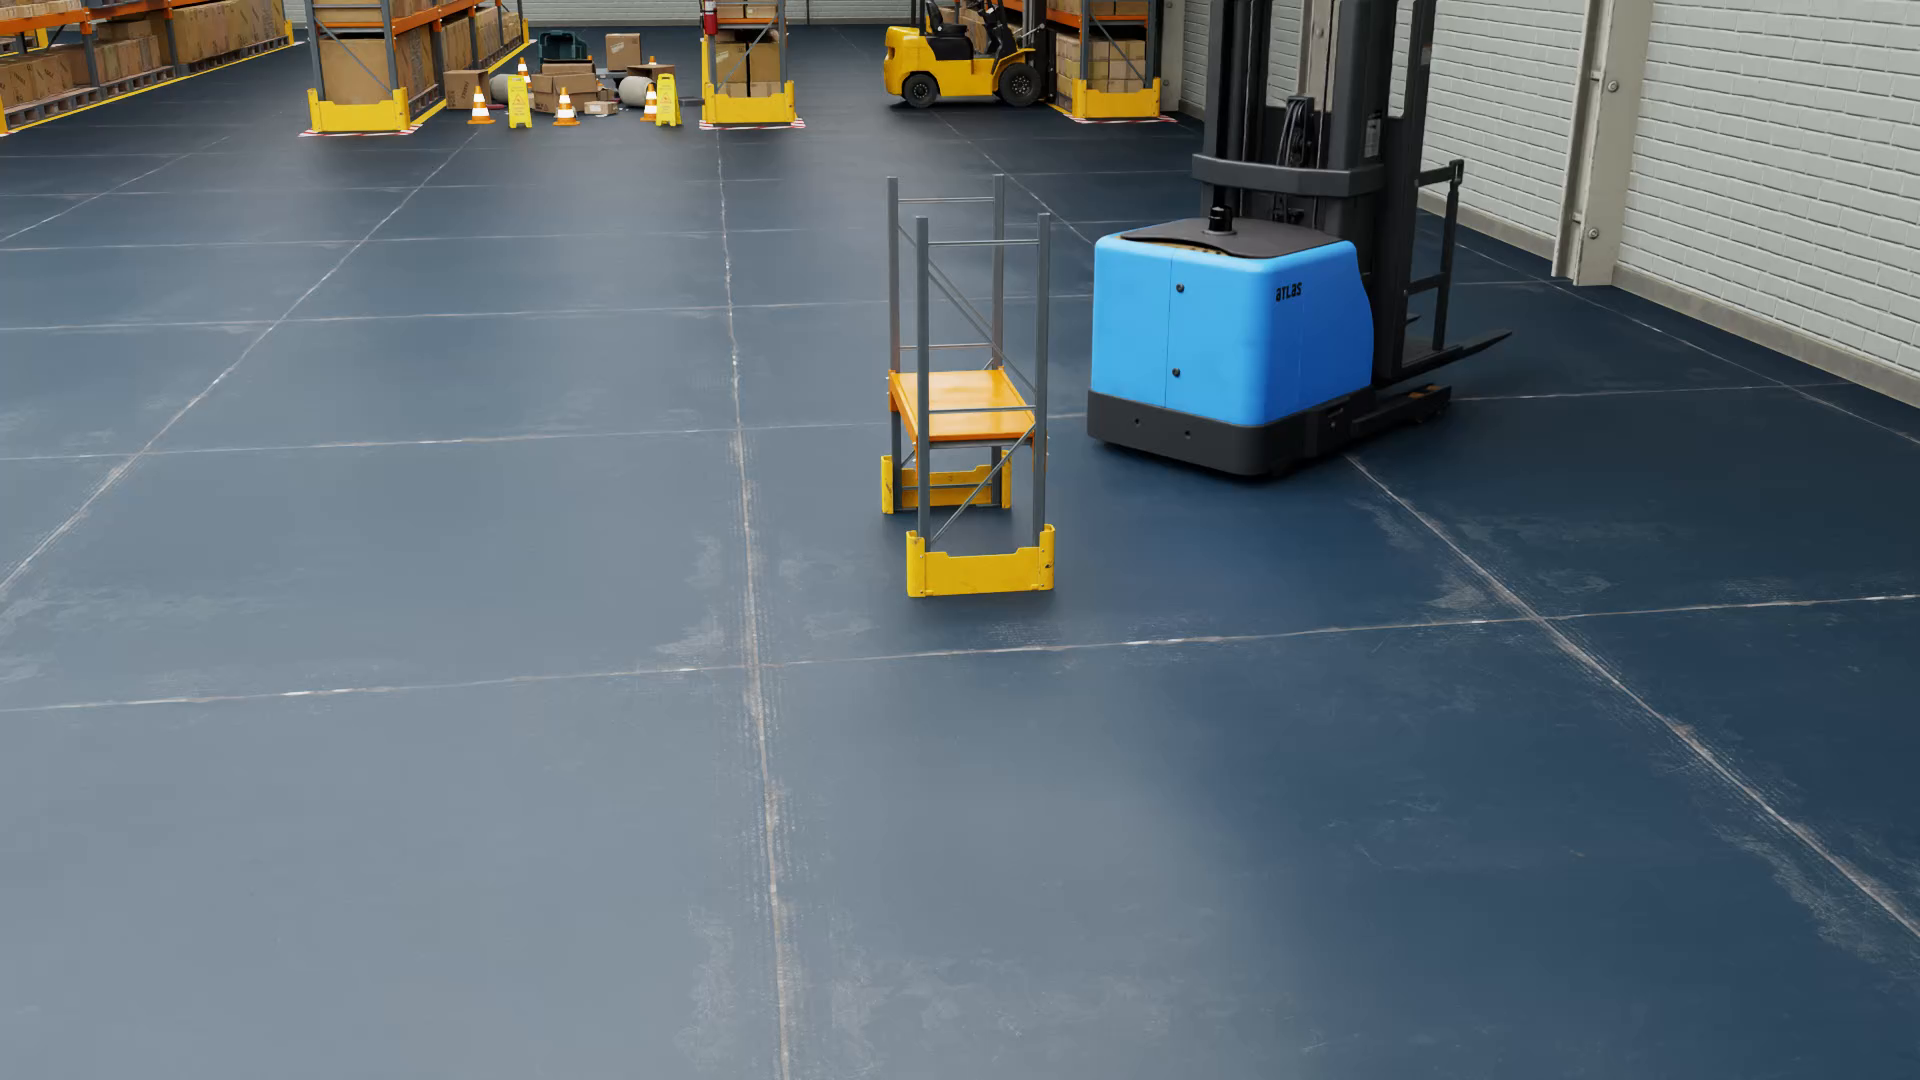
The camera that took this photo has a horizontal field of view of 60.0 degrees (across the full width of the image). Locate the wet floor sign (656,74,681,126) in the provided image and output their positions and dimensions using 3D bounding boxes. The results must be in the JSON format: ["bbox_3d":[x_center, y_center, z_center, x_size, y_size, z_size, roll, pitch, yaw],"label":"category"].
[{"bbox_3d":[-3.814,-5.742,21.669,0.267,0.644,0.232,4,21,11],"label":"wet floor sign"}]

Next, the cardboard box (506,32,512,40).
[{"bbox_3d":[-9.357,-10.286,33.943,0.380,0.149,0.250,-3,21,-9],"label":"cardboard box"}]

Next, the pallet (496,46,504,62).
[{"bbox_3d":[-9.282,-9.259,31.706,1.003,0.211,1.213,-3,21,-8],"label":"pallet"}]

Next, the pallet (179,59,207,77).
[{"bbox_3d":[-13.781,-8.206,28.884,1.003,0.211,1.213,-3,21,-8],"label":"pallet"}]

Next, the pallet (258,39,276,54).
[{"bbox_3d":[-14.530,-10.004,33.700,1.003,0.211,1.213,-3,21,-8],"label":"pallet"}]

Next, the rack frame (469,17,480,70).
[{"bbox_3d":[-8.819,-9.450,28.231,1.000,3.000,0.127,-3,21,-8],"label":"rack frame"}]

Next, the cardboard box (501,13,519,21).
[{"bbox_3d":[-9.503,-11.016,35.048,0.380,0.149,0.250,-3,21,-9],"label":"cardboard box"}]

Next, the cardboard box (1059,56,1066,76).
[{"bbox_3d":[1.688,-6.686,23.447,0.500,0.250,0.500,-3,21,-8],"label":"cardboard box"}]

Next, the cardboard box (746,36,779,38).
[{"bbox_3d":[-2.773,-6.881,23.611,0.500,0.500,0.500,-3,21,-7],"label":"cardboard box"}]

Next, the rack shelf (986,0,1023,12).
[{"bbox_3d":[1.264,-8.957,27.939,1.077,0.370,4.000,-3,21,-8],"label":"rack shelf"}]

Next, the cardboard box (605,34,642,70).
[{"bbox_3d":[-5.116,-7.434,25.322,0.500,0.500,0.500,-3,21,-8],"label":"cardboard box"}]

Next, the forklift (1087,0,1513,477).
[{"bbox_3d":[2.018,-2.104,8.661,1.130,2.935,3.031,18,27,40],"label":"forklift"}]

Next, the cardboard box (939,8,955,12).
[{"bbox_3d":[-0.098,-11.268,36.070,0.700,0.500,0.500,-2,21,-6],"label":"cardboard box"}]

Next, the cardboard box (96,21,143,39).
[{"bbox_3d":[-13.529,-8.208,26.777,0.500,0.250,0.500,-1,20,-2],"label":"cardboard box"}]

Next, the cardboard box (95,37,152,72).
[{"bbox_3d":[-13.533,-7.848,26.885,0.700,0.500,0.500,-5,21,-12],"label":"cardboard box"}]

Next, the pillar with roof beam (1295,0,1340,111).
[{"bbox_3d":[-0.474,-8.019,15.825,9.100,9.000,0.400,-3,21,-8],"label":"pillar with roof beam"}]

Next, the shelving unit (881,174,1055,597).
[{"bbox_3d":[0.011,-0.676,6.883,0.587,1.500,1.083,-3,21,-8],"label":"shelving unit"}]

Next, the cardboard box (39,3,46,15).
[{"bbox_3d":[-12.712,-7.238,22.666,0.380,0.149,0.250,-3,21,-8],"label":"cardboard box"}]

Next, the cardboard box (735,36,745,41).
[{"bbox_3d":[-3.300,-6.845,23.513,0.500,0.500,0.500,-3,21,-9],"label":"cardboard box"}]

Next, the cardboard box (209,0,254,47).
[{"bbox_3d":[-14.334,-10.054,32.284,0.875,0.875,0.875,-3,21,-8],"label":"cardboard box"}]

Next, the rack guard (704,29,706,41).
[{"bbox_3d":[-5.092,-11.342,36.869,1.175,0.500,0.348,-3,21,-8],"label":"rack guard"}]

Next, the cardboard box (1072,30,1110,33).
[{"bbox_3d":[1.962,-7.468,24.823,0.500,0.250,0.500,-3,21,-7],"label":"cardboard box"}]

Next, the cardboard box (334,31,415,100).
[{"bbox_3d":[-7.958,-6.418,22.549,0.875,0.875,0.875,-3,21,-9],"label":"cardboard box"}]

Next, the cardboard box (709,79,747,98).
[{"bbox_3d":[-3.168,-6.148,22.720,0.500,0.250,0.500,-3,21,-8],"label":"cardboard box"}]

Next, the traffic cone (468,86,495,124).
[{"bbox_3d":[-6.337,-5.747,21.943,0.336,0.463,0.334,-3,21,-8],"label":"traffic cone"}]

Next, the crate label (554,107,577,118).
[{"bbox_3d":[-5.345,-5.803,22.558,0.250,0.136,0.298,-15,25,-35],"label":"crate label"}]

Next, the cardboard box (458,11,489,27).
[{"bbox_3d":[-8.811,-9.426,30.066,0.500,0.250,0.500,-3,21,-7],"label":"cardboard box"}]

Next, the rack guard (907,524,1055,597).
[{"bbox_3d":[0.083,0.082,6.640,0.587,0.250,0.087,-3,21,-8],"label":"rack guard"}]

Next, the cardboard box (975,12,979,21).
[{"bbox_3d":[0.491,-9.935,31.574,0.380,0.149,0.250,-4,21,-10],"label":"cardboard box"}]

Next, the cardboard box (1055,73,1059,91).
[{"bbox_3d":[1.623,-6.618,23.979,0.500,0.250,0.500,-3,21,-7],"label":"cardboard box"}]

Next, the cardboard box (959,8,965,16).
[{"bbox_3d":[0.188,-10.563,33.257,0.380,0.149,0.250,-2,21,-5],"label":"cardboard box"}]

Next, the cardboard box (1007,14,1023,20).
[{"bbox_3d":[1.082,-9.688,30.913,0.380,0.149,0.250,-3,21,-7],"label":"cardboard box"}]

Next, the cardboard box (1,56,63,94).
[{"bbox_3d":[-13.057,-6.537,23.405,0.500,0.500,0.500,4,21,9],"label":"cardboard box"}]

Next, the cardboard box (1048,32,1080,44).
[{"bbox_3d":[1.527,-7.264,24.278,0.500,0.250,0.500,-3,21,-9],"label":"cardboard box"}]

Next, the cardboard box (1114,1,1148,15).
[{"bbox_3d":[2.333,-7.449,22.730,0.500,0.500,0.500,-2,21,-6],"label":"cardboard box"}]

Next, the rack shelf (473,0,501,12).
[{"bbox_3d":[-9.107,-9.806,30.211,1.077,0.370,4.000,-3,21,-8],"label":"rack shelf"}]

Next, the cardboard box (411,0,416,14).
[{"bbox_3d":[-7.939,-7.448,22.656,0.875,0.550,0.500,-3,21,-8],"label":"cardboard box"}]

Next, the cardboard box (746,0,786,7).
[{"bbox_3d":[-2.576,-7.329,21.984,0.500,0.500,0.500,-3,21,-9],"label":"cardboard box"}]

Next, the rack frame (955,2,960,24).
[{"bbox_3d":[0.399,-11.371,33.375,1.000,3.000,0.127,-3,21,-8],"label":"rack frame"}]

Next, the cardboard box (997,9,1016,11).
[{"bbox_3d":[0.888,-10.326,32.622,0.380,0.149,0.250,-4,21,-10],"label":"cardboard box"}]

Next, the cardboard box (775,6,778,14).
[{"bbox_3d":[-2.635,-7.158,22.453,0.380,0.149,0.250,-4,21,-9],"label":"cardboard box"}]

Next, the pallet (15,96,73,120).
[{"bbox_3d":[-12.854,-5.890,22.684,1.003,0.211,1.213,-3,21,-8],"label":"pallet"}]

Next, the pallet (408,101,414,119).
[{"bbox_3d":[-7.858,-5.647,22.034,1.003,0.211,1.213,-3,21,-8],"label":"pallet"}]

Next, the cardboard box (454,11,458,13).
[{"bbox_3d":[-9.318,-9.402,30.003,0.500,0.250,0.500,-2,21,-6],"label":"cardboard box"}]

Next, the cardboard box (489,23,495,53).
[{"bbox_3d":[-8.896,-9.262,30.699,0.500,0.500,0.500,-3,21,-9],"label":"cardboard box"}]

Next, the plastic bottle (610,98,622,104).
[{"bbox_3d":[-5.028,-6.432,24.350,0.133,0.061,0.283,1,20,2],"label":"plastic bottle"}]

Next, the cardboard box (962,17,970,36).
[{"bbox_3d":[0.333,-10.035,32.768,0.500,0.500,0.500,-3,21,-8],"label":"cardboard box"}]

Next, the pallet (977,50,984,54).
[{"bbox_3d":[0.906,-8.941,30.852,1.003,0.211,1.213,-3,21,-8],"label":"pallet"}]
